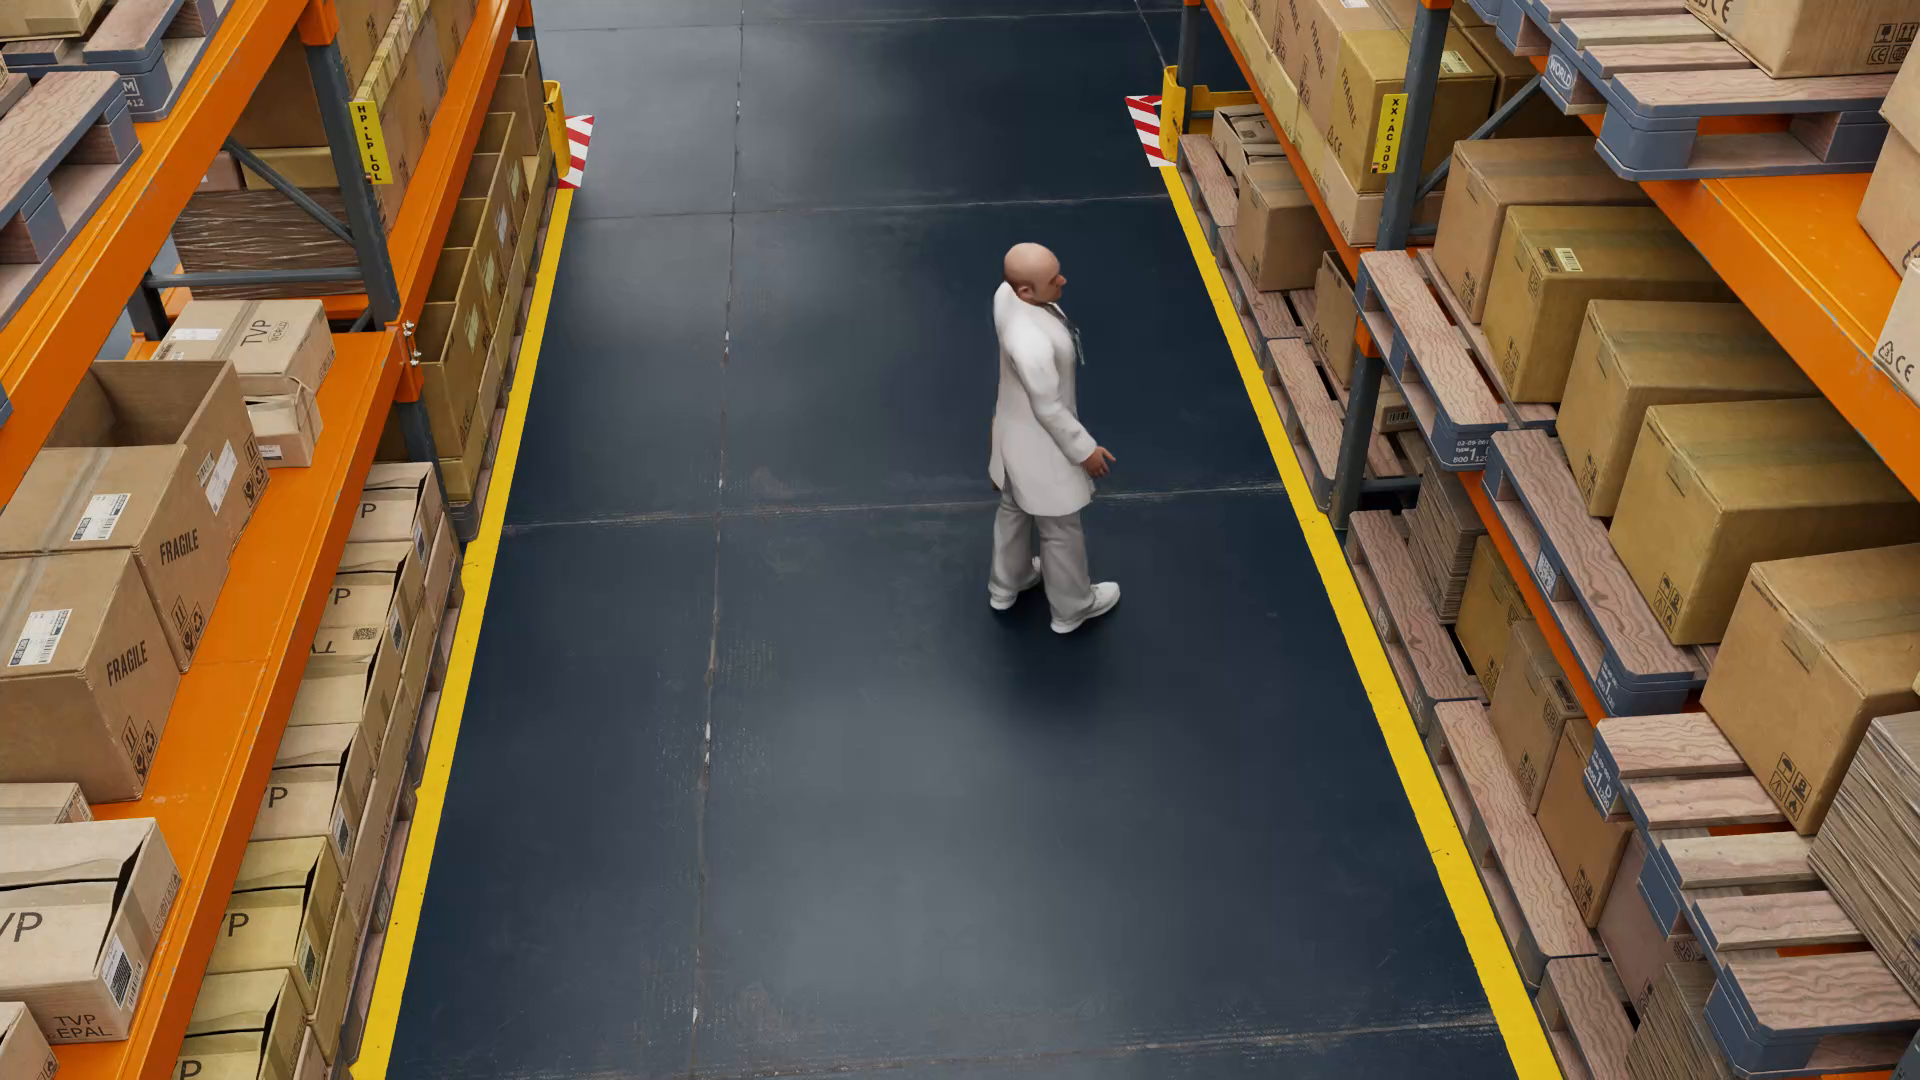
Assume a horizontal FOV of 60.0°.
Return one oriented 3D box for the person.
[{"bbox_3d":[0.400,-0.426,6.666,0.568,1.782,0.582,-10,40,-13],"label":"person"}]
